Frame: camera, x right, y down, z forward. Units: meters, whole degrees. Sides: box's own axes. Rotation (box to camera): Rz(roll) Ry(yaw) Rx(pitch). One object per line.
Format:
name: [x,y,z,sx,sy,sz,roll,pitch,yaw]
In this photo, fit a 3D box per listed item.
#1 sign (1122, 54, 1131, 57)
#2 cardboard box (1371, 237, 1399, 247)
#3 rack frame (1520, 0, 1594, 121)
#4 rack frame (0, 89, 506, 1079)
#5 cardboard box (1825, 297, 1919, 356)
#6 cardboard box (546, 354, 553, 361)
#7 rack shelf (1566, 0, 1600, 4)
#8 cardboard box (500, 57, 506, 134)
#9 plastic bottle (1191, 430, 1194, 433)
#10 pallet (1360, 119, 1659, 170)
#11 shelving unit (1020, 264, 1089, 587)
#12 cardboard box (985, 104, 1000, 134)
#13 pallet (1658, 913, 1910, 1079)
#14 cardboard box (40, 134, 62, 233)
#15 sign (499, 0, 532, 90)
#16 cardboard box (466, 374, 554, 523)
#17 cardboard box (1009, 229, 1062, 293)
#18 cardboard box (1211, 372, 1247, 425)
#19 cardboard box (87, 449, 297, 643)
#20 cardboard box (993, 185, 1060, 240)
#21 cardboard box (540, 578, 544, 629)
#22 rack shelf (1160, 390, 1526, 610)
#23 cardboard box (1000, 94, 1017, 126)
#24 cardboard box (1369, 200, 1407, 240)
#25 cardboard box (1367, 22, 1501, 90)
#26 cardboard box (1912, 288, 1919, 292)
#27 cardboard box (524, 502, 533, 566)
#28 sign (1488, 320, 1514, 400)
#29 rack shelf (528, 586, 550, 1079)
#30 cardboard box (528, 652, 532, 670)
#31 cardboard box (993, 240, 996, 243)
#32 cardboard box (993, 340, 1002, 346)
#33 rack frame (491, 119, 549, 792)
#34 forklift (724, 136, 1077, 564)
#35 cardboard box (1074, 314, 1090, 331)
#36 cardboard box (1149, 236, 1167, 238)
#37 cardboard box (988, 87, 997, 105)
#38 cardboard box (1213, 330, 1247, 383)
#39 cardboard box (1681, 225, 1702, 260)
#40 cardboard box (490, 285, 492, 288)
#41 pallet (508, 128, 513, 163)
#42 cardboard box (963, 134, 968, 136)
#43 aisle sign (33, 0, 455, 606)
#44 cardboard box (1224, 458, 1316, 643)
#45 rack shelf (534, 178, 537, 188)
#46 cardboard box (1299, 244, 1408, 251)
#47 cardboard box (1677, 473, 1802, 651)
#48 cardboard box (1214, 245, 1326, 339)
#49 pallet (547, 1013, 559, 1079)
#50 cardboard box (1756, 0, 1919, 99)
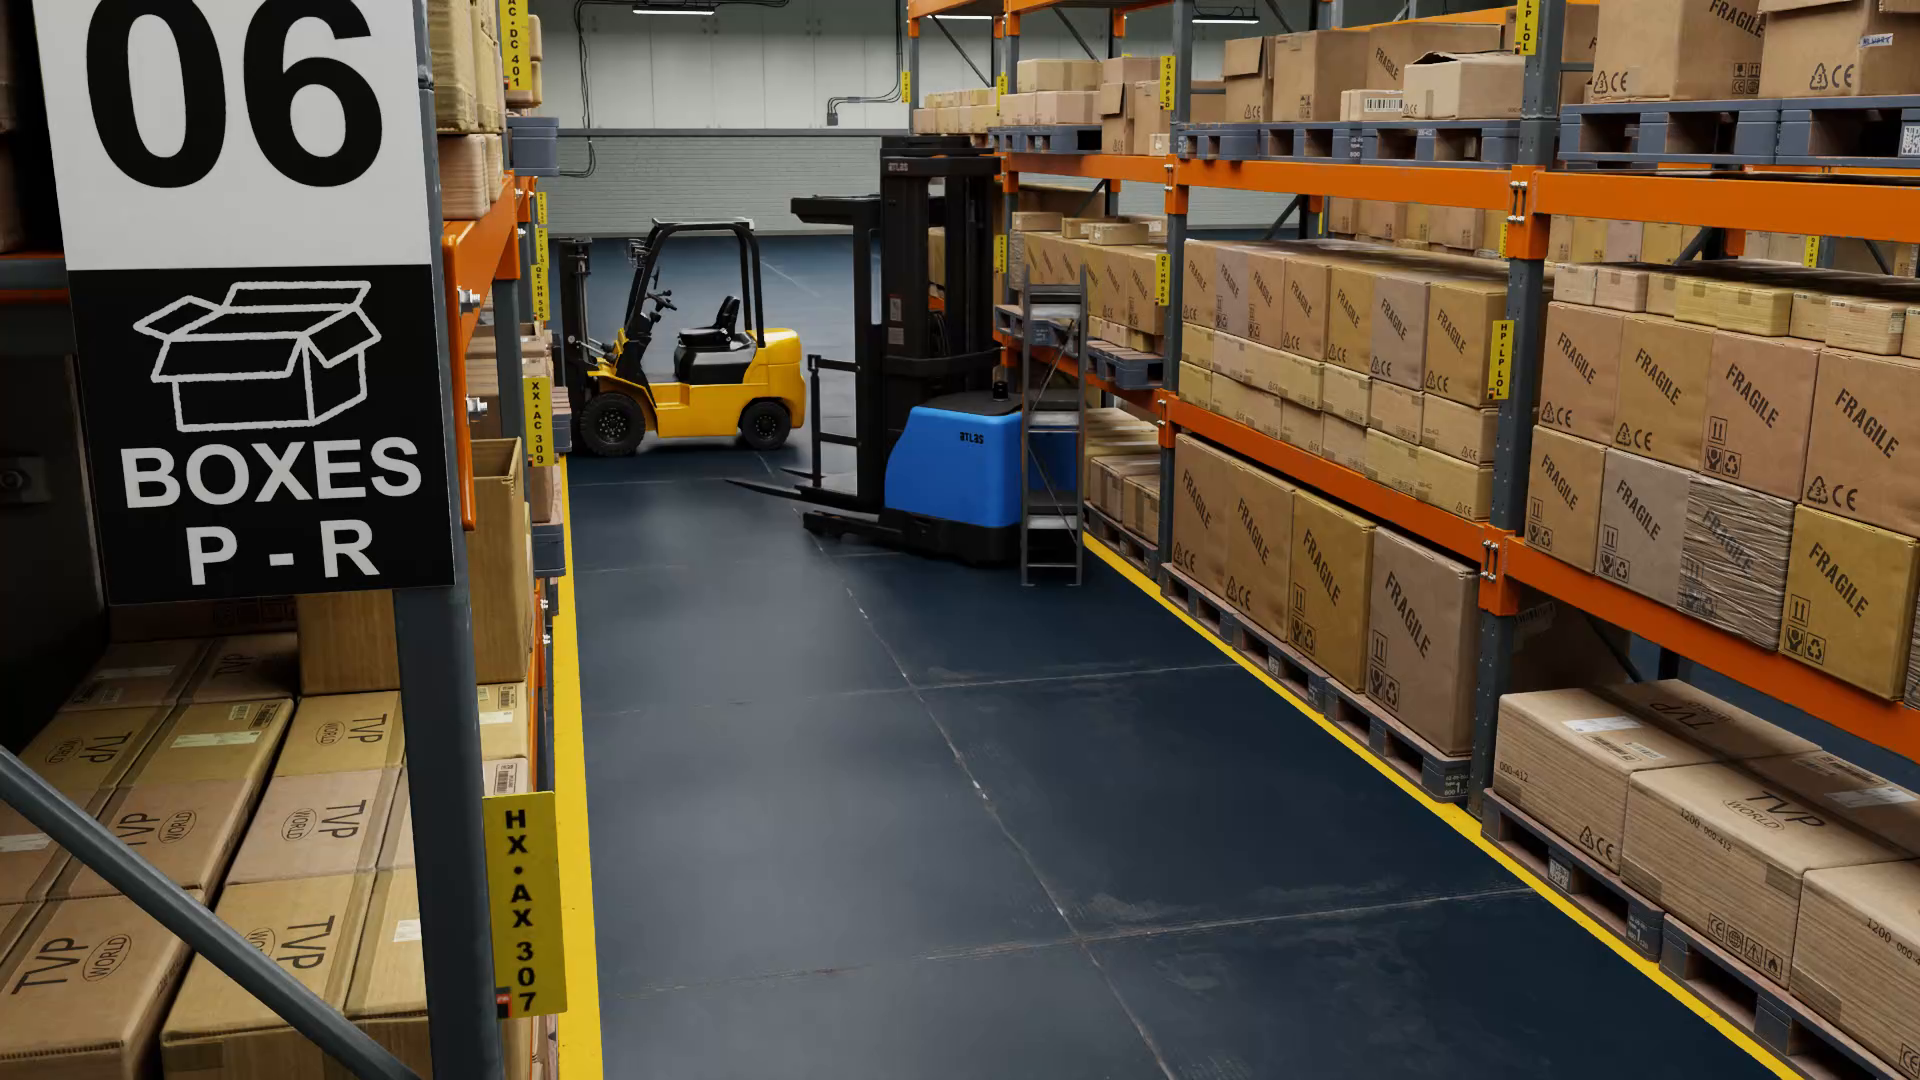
sign: [1.426,-4.030,14.361,0.100,0.325,0.005,-3,14,-13]
cardboard box: [5.027,-3.048,18.268,0.875,0.550,0.550,-3,14,-13]
rack frame: [2.766,-3.167,6.429,1.000,3.000,0.127,-3,14,-13]
rack frame: [-1.118,0.948,2.228,1.000,3.000,0.127,-3,14,-13]
cardboard box: [2.928,-0.662,5.134,0.380,0.149,0.250,-3,14,-13]
cardboard box: [-3.983,-1.537,15.198,0.500,0.250,0.500,-3,14,-11]
rack shelf: [6.145,-4.307,13.453,1.077,0.370,4.000,-3,14,-13]
cardboard box: [-1.701,-1.407,5.234,0.500,0.250,0.500,-3,14,-13]
plastic bottle: [2.407,-1.073,16.691,0.133,0.061,0.283,-1,14,-3]
pallet: [2.503,-1.826,7.663,0.805,0.209,1.217,-4,14,-15]
shelving unit: [0.627,-0.769,11.152,0.431,2.100,0.503,1,14,3]
cardboard box: [0.522,-3.714,14.679,0.500,0.250,0.500,-3,14,-14]
pallet: [3.159,1.564,5.582,1.003,0.211,1.213,-3,14,-13]
cardboard box: [-1.540,-0.506,2.387,0.380,0.149,0.250,-3,14,-12]
sign: [-1.532,-1.716,5.719,0.100,0.325,0.005,-3,14,-13]
cardboard box: [-1.954,-0.352,6.452,0.700,0.500,0.500,-3,14,-12]
cardboard box: [0.719,-2.371,14.090,0.500,0.500,0.500,-3,14,-12]
cardboard box: [1.835,-0.858,9.936,0.500,0.250,0.500,-4,14,-15]
cardboard box: [-1.967,-0.053,4.432,0.500,0.500,0.500,-4,14,-15]
cardboard box: [0.594,-3.242,16.434,0.700,0.500,0.500,-3,14,-14]
cardboard box: [-2.456,0.434,8.711,0.500,0.500,0.500,-3,14,-11]
rack shelf: [2.297,-0.365,9.115,1.077,0.370,4.000,-3,14,-13]
cardboard box: [0.635,-3.529,13.664,0.500,0.250,0.500,-4,14,-15]
cardboard box: [5.004,-3.571,18.134,0.875,0.550,0.550,-3,14,-13]
cardboard box: [2.523,-2.495,8.903,0.500,0.500,0.500,-3,14,-13]
cardboard box: [3.387,-0.750,5.494,0.380,0.149,0.250,-4,14,-14]
cardboard box: [-1.701,0.057,5.563,0.500,0.250,0.500,-3,14,-12]
sign: [2.241,-0.744,6.880,0.100,0.325,0.005,-3,14,-13]
rack shelf: [-1.588,0.836,4.202,1.077,0.370,4.000,-3,14,-13]
cardboard box: [-1.571,0.324,5.311,0.380,0.149,0.250,-3,14,-12]
cardboard box: [0.287,-2.618,15.985,0.500,0.500,0.500,-3,14,-12]
cardboard box: [0.245,-1.687,16.342,0.500,0.500,0.500,-3,14,-10]
rack frame: [-2.058,0.025,6.006,1.000,3.000,0.127,-3,14,-13]
forklift: [-0.556,-1.524,12.489,3.031,2.935,1.130,12,18,39]
cardboard box: [1.080,-1.673,12.599,0.380,0.149,0.250,-4,14,-15]
cardboard box: [1.452,-2.168,13.258,0.500,0.500,0.500,-3,14,-11]
cardboard box: [0.465,-3.937,14.752,0.380,0.149,0.250,-4,14,-15]
cardboard box: [1.826,-1.096,9.854,0.500,0.250,0.500,-3,14,-12]
cardboard box: [6.276,-2.348,13.400,0.700,0.500,0.500,-4,14,-14]
cardboard box: [-3.099,-1.649,11.278,0.380,0.149,0.250,-3,14,-12]
pallet: [-2.389,-1.735,7.282,1.213,0.211,1.003,-3,14,-13]
cardboard box: [0.246,-3.851,16.079,0.380,0.149,0.250,-3,14,-14]
aisle sign: [-0.817,-0.316,1.923,0.394,0.787,0.004,-3,14,-13]
cardboard box: [2.114,0.023,9.606,0.875,0.875,0.875,-3,14,-13]
rack shelf: [-4.406,-3.390,15.177,1.077,0.370,4.000,-3,14,-13]
cardboard box: [2.331,-1.487,9.877,0.500,0.500,0.500,-3,14,-12]
cardboard box: [2.847,0.053,5.680,0.500,0.500,0.500,-3,14,-13]
cardboard box: [1.831,-1.469,9.800,0.500,0.500,0.500,-3,14,-13]
pallet: [-1.897,1.538,5.688,1.003,0.211,1.213,-3,14,-13]
cardboard box: [3.114,-1.703,5.445,0.797,0.503,0.637,-2,14,-9]
